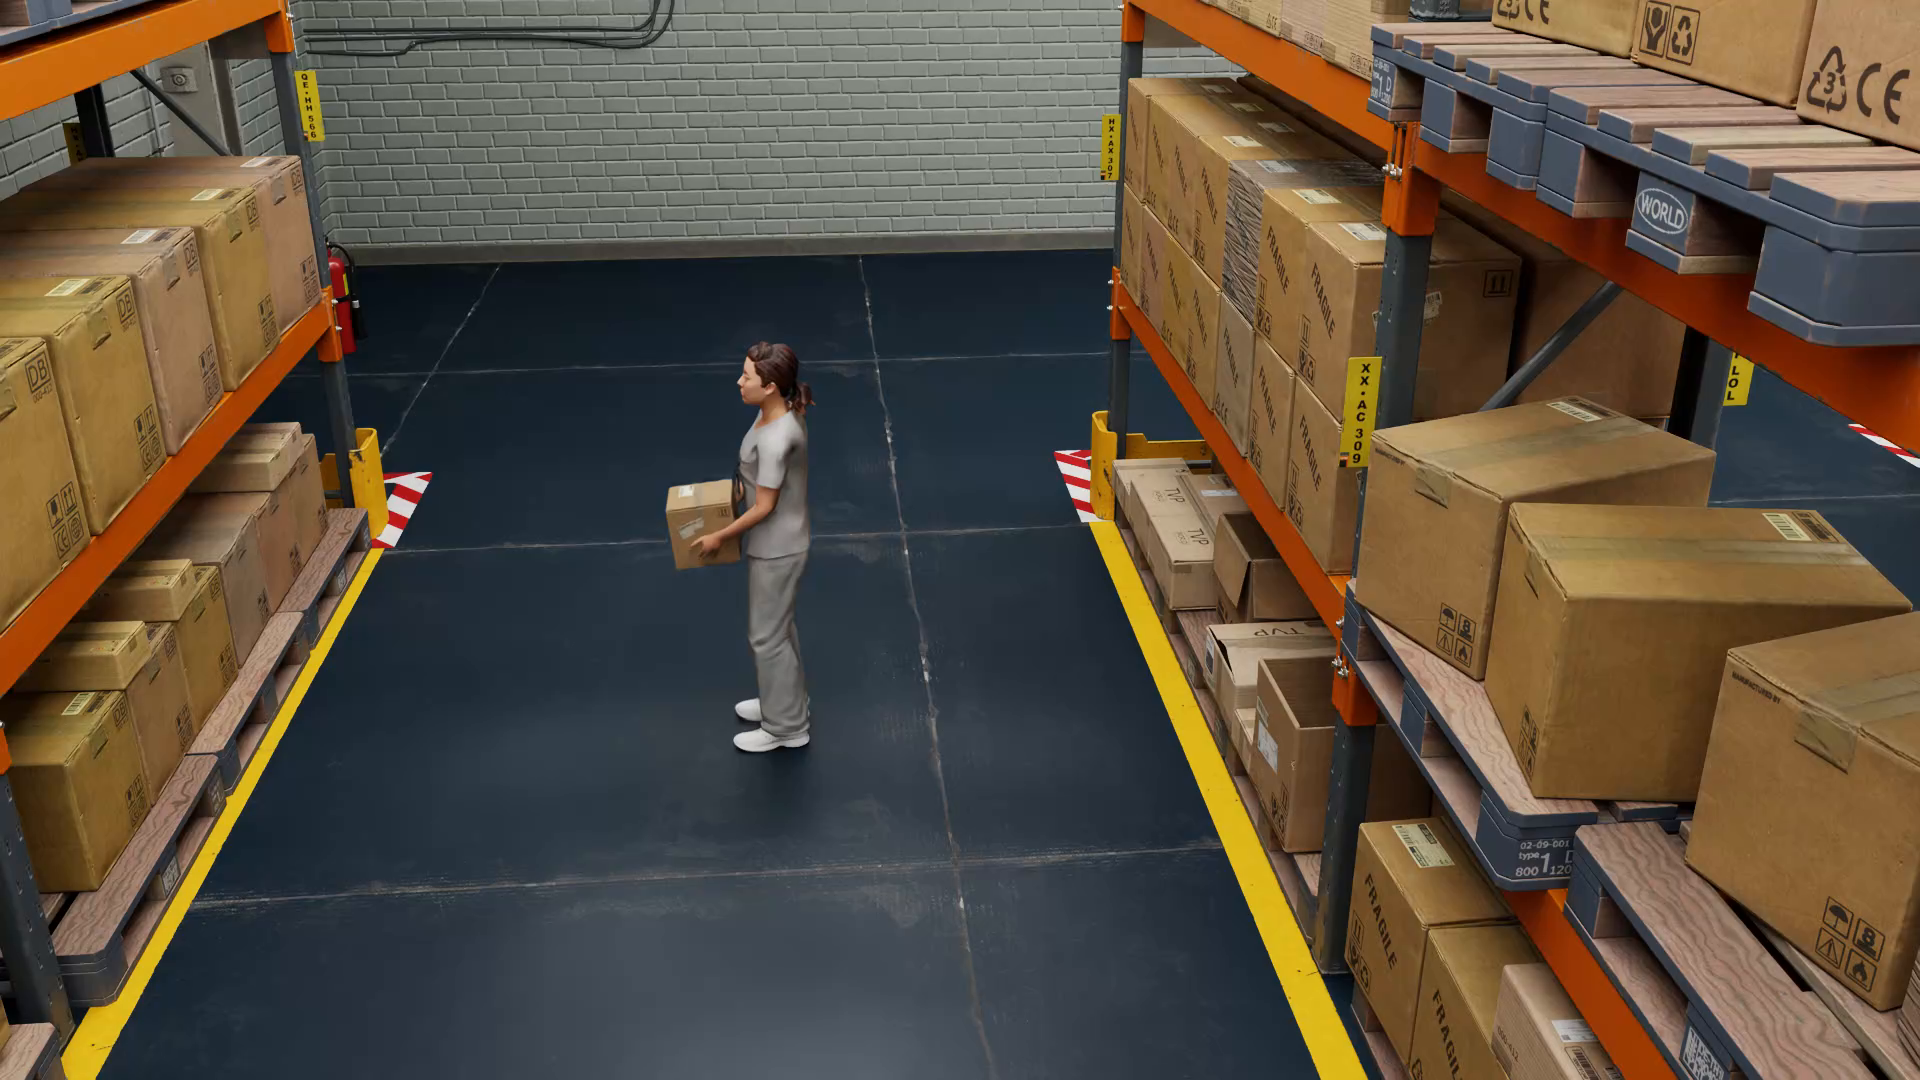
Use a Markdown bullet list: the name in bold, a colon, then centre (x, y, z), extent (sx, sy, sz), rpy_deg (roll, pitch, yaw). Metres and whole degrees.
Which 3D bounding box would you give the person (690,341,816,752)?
- **person**: centre (-0.794, 0.032, 6.528), extent (0.503, 1.674, 0.461), rpy_deg (-2, 24, -6)
